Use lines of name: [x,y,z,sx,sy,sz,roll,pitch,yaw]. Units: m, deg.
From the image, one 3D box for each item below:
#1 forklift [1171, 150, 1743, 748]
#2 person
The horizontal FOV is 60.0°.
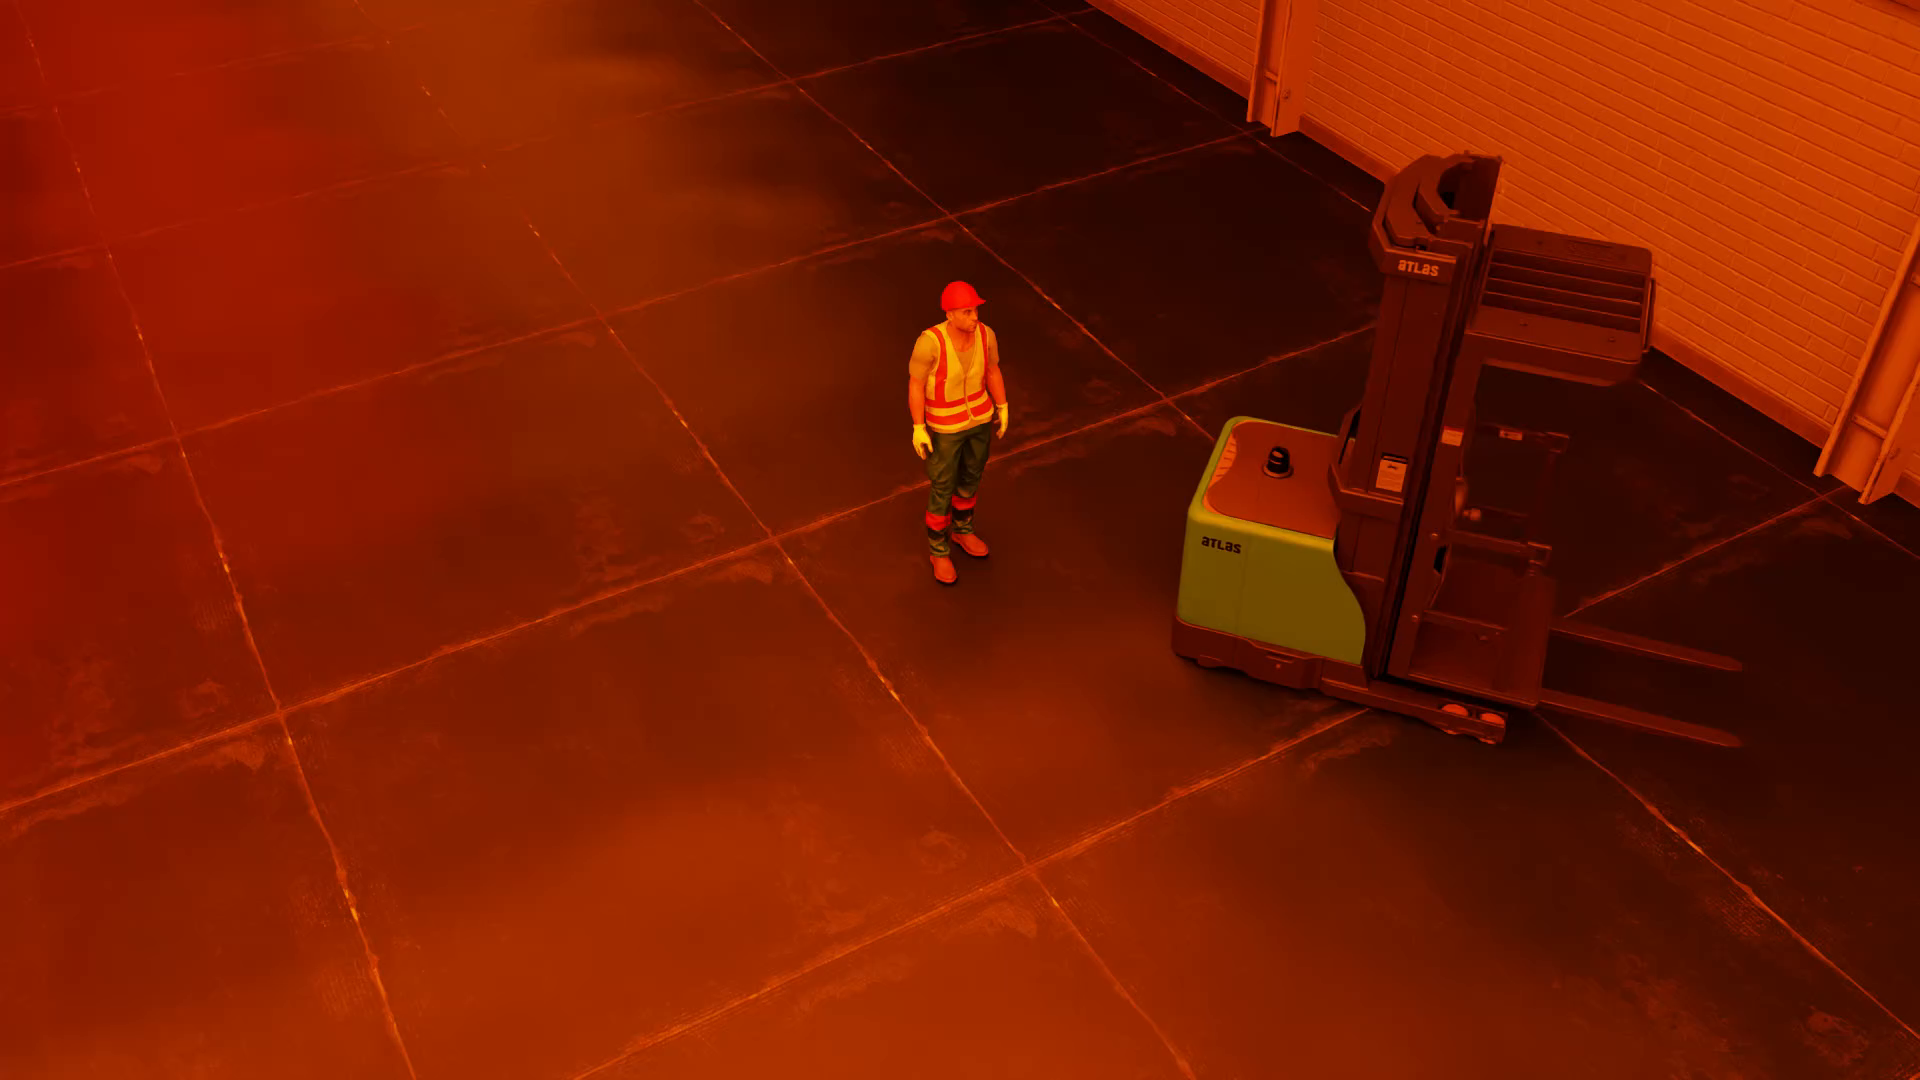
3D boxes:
forklift: [2.776,-0.413,8.534,3.031,2.935,1.130,13,42,16]
person: [0.031,-0.646,9.699,0.638,1.789,0.562,-20,44,-23]
